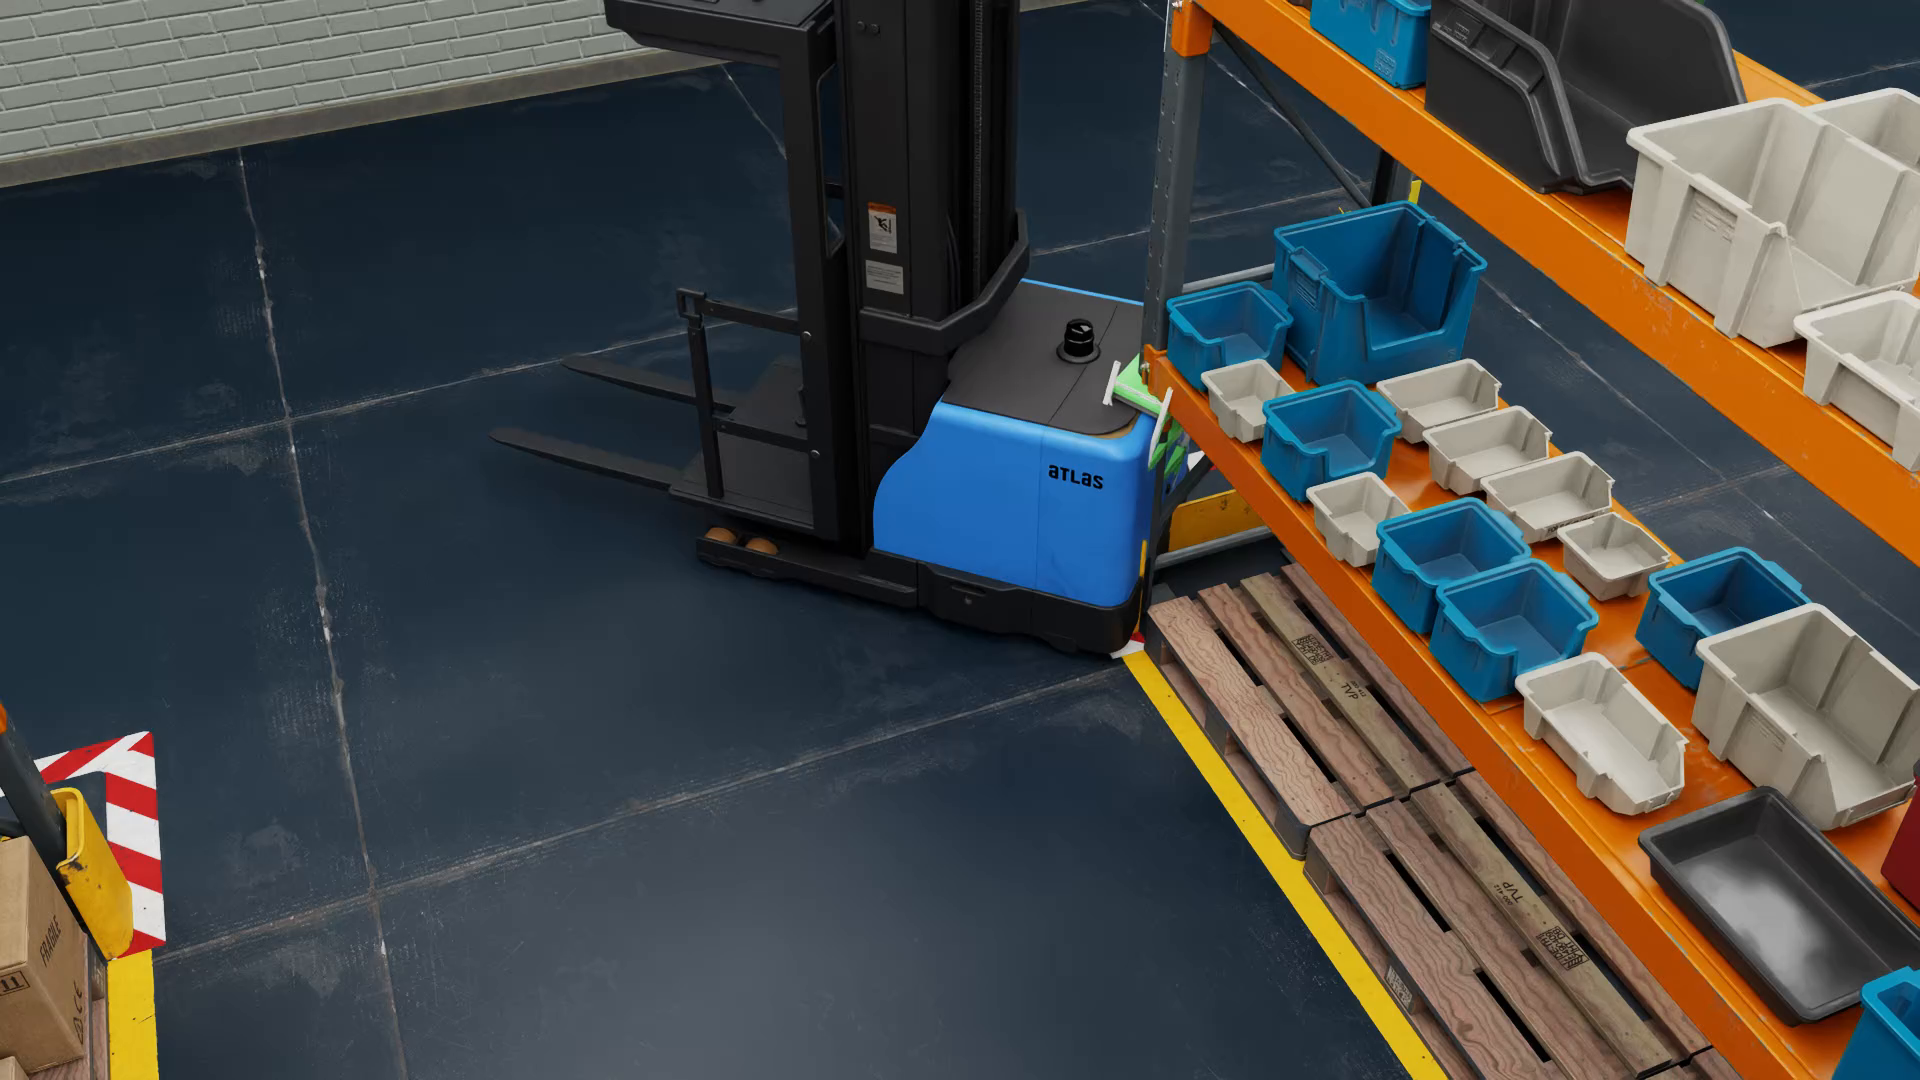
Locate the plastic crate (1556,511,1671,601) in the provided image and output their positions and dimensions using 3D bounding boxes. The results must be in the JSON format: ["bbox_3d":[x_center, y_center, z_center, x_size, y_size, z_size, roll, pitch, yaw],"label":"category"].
[{"bbox_3d":[1.984,0.058,5.038,0.298,0.136,0.250,-15,43,-17],"label":"plastic crate"}]

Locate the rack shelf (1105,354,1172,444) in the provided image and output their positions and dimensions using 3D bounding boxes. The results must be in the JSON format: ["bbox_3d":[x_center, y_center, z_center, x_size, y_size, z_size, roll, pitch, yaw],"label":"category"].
[{"bbox_3d":[0.758,-0.593,6.289,0.258,0.148,0.480,28,45,16],"label":"rack shelf"}]

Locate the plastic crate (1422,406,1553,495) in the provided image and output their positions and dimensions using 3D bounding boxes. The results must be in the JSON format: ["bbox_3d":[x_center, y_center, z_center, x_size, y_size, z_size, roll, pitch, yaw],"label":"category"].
[{"bbox_3d":[1.724,-0.277,5.428,0.396,0.136,0.243,-15,43,-17],"label":"plastic crate"}]

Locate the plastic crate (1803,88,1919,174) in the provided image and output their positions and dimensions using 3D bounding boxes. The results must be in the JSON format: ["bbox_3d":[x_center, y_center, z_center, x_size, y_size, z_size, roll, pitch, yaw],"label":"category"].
[{"bbox_3d":[2.167,-0.833,3.820,0.437,0.136,0.530,-15,43,-17],"label":"plastic crate"}]

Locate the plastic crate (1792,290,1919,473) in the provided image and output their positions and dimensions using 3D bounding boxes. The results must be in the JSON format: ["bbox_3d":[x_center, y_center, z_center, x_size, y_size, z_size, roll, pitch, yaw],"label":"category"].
[{"bbox_3d":[1.840,-0.277,3.174,0.293,0.136,0.466,-15,43,-17],"label":"plastic crate"}]

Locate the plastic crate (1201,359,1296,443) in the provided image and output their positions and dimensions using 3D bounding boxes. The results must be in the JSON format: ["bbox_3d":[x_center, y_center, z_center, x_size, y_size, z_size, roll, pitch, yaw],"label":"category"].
[{"bbox_3d":[0.984,-0.456,5.636,0.250,0.136,0.298,-15,43,-17],"label":"plastic crate"}]

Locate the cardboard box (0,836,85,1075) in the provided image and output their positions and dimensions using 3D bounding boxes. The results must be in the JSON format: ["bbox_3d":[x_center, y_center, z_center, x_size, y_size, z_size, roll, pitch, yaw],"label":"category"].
[{"bbox_3d":[-2.995,1.302,5.015,0.500,0.500,0.500,-15,43,-17],"label":"cardboard box"}]

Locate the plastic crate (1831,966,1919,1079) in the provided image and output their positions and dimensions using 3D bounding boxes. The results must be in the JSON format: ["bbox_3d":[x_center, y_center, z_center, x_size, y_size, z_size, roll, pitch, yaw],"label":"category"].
[{"bbox_3d":[2.184,1.218,3.499,0.392,0.384,0.575,-15,43,-17],"label":"plastic crate"}]

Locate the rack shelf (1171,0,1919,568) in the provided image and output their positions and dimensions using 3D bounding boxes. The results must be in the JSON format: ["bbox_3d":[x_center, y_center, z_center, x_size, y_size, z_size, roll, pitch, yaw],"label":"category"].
[{"bbox_3d":[1.913,-0.638,3.943,1.077,0.370,4.000,-15,43,-17],"label":"rack shelf"}]

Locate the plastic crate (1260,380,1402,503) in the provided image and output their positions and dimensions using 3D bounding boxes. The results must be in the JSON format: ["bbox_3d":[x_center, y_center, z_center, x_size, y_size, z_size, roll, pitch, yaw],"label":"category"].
[{"bbox_3d":[1.190,-0.310,5.393,0.416,0.233,0.300,-15,43,-17],"label":"plastic crate"}]

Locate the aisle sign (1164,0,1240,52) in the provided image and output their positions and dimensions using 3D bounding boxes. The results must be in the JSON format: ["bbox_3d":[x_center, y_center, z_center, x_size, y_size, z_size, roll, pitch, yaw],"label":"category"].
[{"bbox_3d":[0.845,-1.933,5.204,0.394,0.787,0.004,-15,43,-17],"label":"aisle sign"}]

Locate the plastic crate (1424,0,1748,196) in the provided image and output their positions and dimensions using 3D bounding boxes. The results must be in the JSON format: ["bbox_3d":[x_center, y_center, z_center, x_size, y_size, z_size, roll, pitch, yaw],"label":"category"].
[{"bbox_3d":[1.478,-1.103,3.980,0.504,0.338,0.767,-15,43,-17],"label":"plastic crate"}]

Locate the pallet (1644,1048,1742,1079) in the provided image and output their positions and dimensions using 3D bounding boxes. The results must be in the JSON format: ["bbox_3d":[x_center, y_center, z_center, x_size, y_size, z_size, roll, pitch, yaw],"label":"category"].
[{"bbox_3d":[2.361,2.055,4.698,1.003,0.211,1.213,-15,43,-17],"label":"pallet"}]

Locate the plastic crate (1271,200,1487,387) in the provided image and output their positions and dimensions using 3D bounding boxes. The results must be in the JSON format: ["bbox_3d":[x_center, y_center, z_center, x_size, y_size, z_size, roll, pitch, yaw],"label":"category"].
[{"bbox_3d":[1.448,-0.860,5.876,0.616,0.435,0.499,-15,43,-17],"label":"plastic crate"}]

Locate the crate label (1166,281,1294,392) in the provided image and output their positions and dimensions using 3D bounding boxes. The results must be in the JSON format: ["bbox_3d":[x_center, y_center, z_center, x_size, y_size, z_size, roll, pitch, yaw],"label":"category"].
[{"bbox_3d":[0.938,-0.707,5.854,0.416,0.233,0.303,-15,43,-17],"label":"crate label"}]

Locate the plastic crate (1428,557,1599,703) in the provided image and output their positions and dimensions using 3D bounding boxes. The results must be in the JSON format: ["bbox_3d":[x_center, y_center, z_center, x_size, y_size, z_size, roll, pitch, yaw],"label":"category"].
[{"bbox_3d":[1.556,0.267,4.721,0.416,0.233,0.300,-15,43,-17],"label":"plastic crate"}]

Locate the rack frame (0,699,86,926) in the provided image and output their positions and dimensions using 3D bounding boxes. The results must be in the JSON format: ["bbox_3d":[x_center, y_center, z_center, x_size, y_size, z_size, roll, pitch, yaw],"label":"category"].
[{"bbox_3d":[-3.430,0.255,4.653,1.000,3.000,0.127,-15,43,-17],"label":"rack frame"}]

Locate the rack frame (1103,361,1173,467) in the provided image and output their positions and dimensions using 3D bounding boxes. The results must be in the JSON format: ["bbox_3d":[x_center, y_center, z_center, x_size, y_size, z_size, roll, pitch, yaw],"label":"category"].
[{"bbox_3d":[0.567,-0.167,6.410,0.240,1.200,0.015,28,45,16],"label":"rack frame"}]

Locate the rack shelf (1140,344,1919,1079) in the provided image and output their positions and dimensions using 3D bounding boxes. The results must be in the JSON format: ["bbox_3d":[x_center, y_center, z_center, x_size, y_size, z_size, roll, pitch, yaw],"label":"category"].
[{"bbox_3d":[1.913,0.499,4.921,1.077,0.370,4.000,-15,43,-17],"label":"rack shelf"}]

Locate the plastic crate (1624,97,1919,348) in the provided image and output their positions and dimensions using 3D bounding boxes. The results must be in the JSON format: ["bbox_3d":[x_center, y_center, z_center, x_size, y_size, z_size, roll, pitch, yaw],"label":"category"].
[{"bbox_3d":[1.710,-0.659,3.506,0.437,0.282,0.530,-15,43,-17],"label":"plastic crate"}]

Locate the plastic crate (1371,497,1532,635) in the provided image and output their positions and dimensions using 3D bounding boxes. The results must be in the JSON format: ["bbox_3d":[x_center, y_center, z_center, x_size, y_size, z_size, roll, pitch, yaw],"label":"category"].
[{"bbox_3d":[1.441,0.086,4.931,0.416,0.233,0.300,-15,43,-17],"label":"plastic crate"}]

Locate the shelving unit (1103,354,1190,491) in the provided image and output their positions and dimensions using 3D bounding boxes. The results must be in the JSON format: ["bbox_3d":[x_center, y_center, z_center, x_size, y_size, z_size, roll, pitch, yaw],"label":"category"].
[{"bbox_3d":[0.690,-0.298,6.575,0.258,1.200,0.503,28,45,16],"label":"shelving unit"}]

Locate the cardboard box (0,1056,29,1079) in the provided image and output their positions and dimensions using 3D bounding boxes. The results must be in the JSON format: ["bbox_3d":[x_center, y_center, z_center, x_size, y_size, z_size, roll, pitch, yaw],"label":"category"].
[{"bbox_3d":[-2.923,1.695,4.814,0.380,0.166,0.250,-15,43,-17],"label":"cardboard box"}]

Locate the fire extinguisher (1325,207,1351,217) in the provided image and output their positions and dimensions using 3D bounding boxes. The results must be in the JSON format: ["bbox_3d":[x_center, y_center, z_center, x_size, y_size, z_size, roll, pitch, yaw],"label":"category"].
[{"bbox_3d":[1.510,-1.012,6.472,0.296,0.674,0.183,-15,43,-17],"label":"fire extinguisher"}]

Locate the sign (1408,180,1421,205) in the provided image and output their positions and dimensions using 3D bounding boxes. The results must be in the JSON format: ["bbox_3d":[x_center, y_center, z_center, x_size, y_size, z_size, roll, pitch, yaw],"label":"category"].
[{"bbox_3d":[1.649,-1.187,6.205,0.100,0.325,0.005,-15,43,-17],"label":"sign"}]

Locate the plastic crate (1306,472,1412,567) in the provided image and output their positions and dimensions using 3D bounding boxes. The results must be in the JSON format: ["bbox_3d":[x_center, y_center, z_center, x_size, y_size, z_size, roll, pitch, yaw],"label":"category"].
[{"bbox_3d":[1.244,-0.048,5.161,0.250,0.136,0.298,-15,43,-17],"label":"plastic crate"}]

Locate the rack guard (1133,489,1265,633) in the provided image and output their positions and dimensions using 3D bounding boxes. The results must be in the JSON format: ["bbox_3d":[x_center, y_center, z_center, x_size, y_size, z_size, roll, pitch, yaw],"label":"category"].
[{"bbox_3d":[1.126,-0.042,6.915,1.175,0.500,0.348,-15,43,-17],"label":"rack guard"}]

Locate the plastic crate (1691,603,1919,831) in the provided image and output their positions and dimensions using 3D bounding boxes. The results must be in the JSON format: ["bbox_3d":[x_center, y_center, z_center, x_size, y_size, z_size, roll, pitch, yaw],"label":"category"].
[{"bbox_3d":[2.264,0.487,4.427,0.437,0.282,0.530,-15,43,-17],"label":"plastic crate"}]

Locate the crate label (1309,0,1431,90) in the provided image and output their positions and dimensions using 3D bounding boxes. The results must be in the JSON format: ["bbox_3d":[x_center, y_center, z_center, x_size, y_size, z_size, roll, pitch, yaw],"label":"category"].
[{"bbox_3d":[1.202,-1.423,4.418,0.408,0.251,0.502,-15,43,-17],"label":"crate label"}]

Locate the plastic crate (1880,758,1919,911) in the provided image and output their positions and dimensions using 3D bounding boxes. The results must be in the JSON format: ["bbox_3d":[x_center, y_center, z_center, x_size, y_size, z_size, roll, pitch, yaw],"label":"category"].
[{"bbox_3d":[2.568,0.784,3.943,0.402,0.464,0.583,-15,43,-17],"label":"plastic crate"}]

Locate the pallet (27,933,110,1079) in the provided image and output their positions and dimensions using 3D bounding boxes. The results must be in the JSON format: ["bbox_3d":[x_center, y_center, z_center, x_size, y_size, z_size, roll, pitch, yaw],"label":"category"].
[{"bbox_3d":[-3.095,1.838,4.951,1.003,0.211,1.213,-15,43,-17],"label":"pallet"}]

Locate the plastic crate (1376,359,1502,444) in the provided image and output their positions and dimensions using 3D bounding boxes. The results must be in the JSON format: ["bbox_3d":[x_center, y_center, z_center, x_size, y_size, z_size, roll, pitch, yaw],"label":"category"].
[{"bbox_3d":[1.627,-0.455,5.635,0.396,0.136,0.243,-15,43,-17],"label":"plastic crate"}]

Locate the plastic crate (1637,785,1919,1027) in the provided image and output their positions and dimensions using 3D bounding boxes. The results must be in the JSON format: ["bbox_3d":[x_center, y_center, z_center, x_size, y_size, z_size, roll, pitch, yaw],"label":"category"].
[{"bbox_3d":[2.001,0.905,4.061,0.437,0.125,0.590,-15,43,-17],"label":"plastic crate"}]

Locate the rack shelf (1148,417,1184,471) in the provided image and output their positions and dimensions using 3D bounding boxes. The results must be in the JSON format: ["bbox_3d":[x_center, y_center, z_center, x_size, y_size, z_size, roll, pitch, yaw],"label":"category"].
[{"bbox_3d":[0.719,-0.423,6.454,0.258,0.148,0.480,28,45,16],"label":"rack shelf"}]

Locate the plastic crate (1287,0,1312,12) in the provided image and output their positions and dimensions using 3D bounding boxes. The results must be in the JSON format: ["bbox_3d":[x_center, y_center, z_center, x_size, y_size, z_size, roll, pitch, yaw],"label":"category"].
[{"bbox_3d":[1.037,-1.765,4.801,0.497,0.269,0.590,-15,43,-17],"label":"plastic crate"}]

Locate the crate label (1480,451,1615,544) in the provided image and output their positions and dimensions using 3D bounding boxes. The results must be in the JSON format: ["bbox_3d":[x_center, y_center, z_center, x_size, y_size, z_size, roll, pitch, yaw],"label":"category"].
[{"bbox_3d":[1.853,-0.115,5.240,0.396,0.136,0.243,-15,43,-17],"label":"crate label"}]

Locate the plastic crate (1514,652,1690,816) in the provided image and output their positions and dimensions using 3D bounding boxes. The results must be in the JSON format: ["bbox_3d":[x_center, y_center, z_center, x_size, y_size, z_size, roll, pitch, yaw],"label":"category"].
[{"bbox_3d":[1.734,0.534,4.484,0.293,0.136,0.466,-15,43,-17],"label":"plastic crate"}]

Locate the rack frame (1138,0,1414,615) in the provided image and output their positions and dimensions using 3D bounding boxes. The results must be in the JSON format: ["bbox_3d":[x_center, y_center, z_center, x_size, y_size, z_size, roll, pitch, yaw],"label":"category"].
[{"bbox_3d":[1.147,-0.978,6.087,1.000,3.000,0.127,-15,43,-17],"label":"rack frame"}]

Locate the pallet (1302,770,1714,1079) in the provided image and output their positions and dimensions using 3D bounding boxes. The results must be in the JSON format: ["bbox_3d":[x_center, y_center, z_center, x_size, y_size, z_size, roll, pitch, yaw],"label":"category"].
[{"bbox_3d":[1.890,1.319,5.554,1.003,0.211,1.213,-15,43,-17],"label":"pallet"}]

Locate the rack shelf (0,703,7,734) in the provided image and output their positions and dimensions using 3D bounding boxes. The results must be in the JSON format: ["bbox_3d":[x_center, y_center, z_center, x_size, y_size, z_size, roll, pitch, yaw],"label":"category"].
[{"bbox_3d":[-2.665,1.733,3.486,1.077,0.370,4.000,-15,43,-17],"label":"rack shelf"}]

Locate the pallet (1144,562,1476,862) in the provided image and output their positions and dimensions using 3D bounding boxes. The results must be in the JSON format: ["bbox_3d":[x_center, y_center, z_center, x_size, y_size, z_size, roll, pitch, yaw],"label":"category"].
[{"bbox_3d":[1.427,0.585,6.407,1.003,0.211,1.213,-15,43,-17],"label":"pallet"}]

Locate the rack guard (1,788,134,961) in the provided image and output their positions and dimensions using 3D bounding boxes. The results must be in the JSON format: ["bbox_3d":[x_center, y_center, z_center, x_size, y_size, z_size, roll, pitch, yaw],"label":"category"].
[{"bbox_3d":[-3.401,1.249,5.415,1.175,0.500,0.348,-15,43,-17],"label":"rack guard"}]

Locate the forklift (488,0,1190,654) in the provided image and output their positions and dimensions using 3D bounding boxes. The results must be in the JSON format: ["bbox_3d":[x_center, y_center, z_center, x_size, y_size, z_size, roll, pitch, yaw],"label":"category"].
[{"bbox_3d":[-0.586,-1.259,6.466,3.031,2.935,1.130,14,43,16],"label":"forklift"}]

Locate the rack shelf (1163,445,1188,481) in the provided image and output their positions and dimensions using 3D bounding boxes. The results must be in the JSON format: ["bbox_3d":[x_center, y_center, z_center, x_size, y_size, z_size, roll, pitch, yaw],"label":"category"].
[{"bbox_3d":[0.680,-0.253,6.619,0.258,0.148,0.480,28,45,16],"label":"rack shelf"}]

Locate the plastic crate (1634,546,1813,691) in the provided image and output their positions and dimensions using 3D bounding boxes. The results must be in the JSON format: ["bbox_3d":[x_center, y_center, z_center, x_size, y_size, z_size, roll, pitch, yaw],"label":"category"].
[{"bbox_3d":[2.170,0.235,4.758,0.416,0.233,0.300,-15,43,-17],"label":"plastic crate"}]

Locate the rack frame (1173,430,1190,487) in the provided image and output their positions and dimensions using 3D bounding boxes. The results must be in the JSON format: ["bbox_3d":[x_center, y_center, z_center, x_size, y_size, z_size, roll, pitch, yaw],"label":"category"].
[{"bbox_3d":[0.813,-0.430,6.740,0.240,1.200,0.015,28,45,16],"label":"rack frame"}]

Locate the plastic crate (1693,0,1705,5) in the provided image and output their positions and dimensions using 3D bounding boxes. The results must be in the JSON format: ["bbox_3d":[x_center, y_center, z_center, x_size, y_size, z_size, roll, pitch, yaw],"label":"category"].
[{"bbox_3d":[1.789,-1.513,4.570,0.450,0.188,0.336,-15,43,-17],"label":"plastic crate"}]
